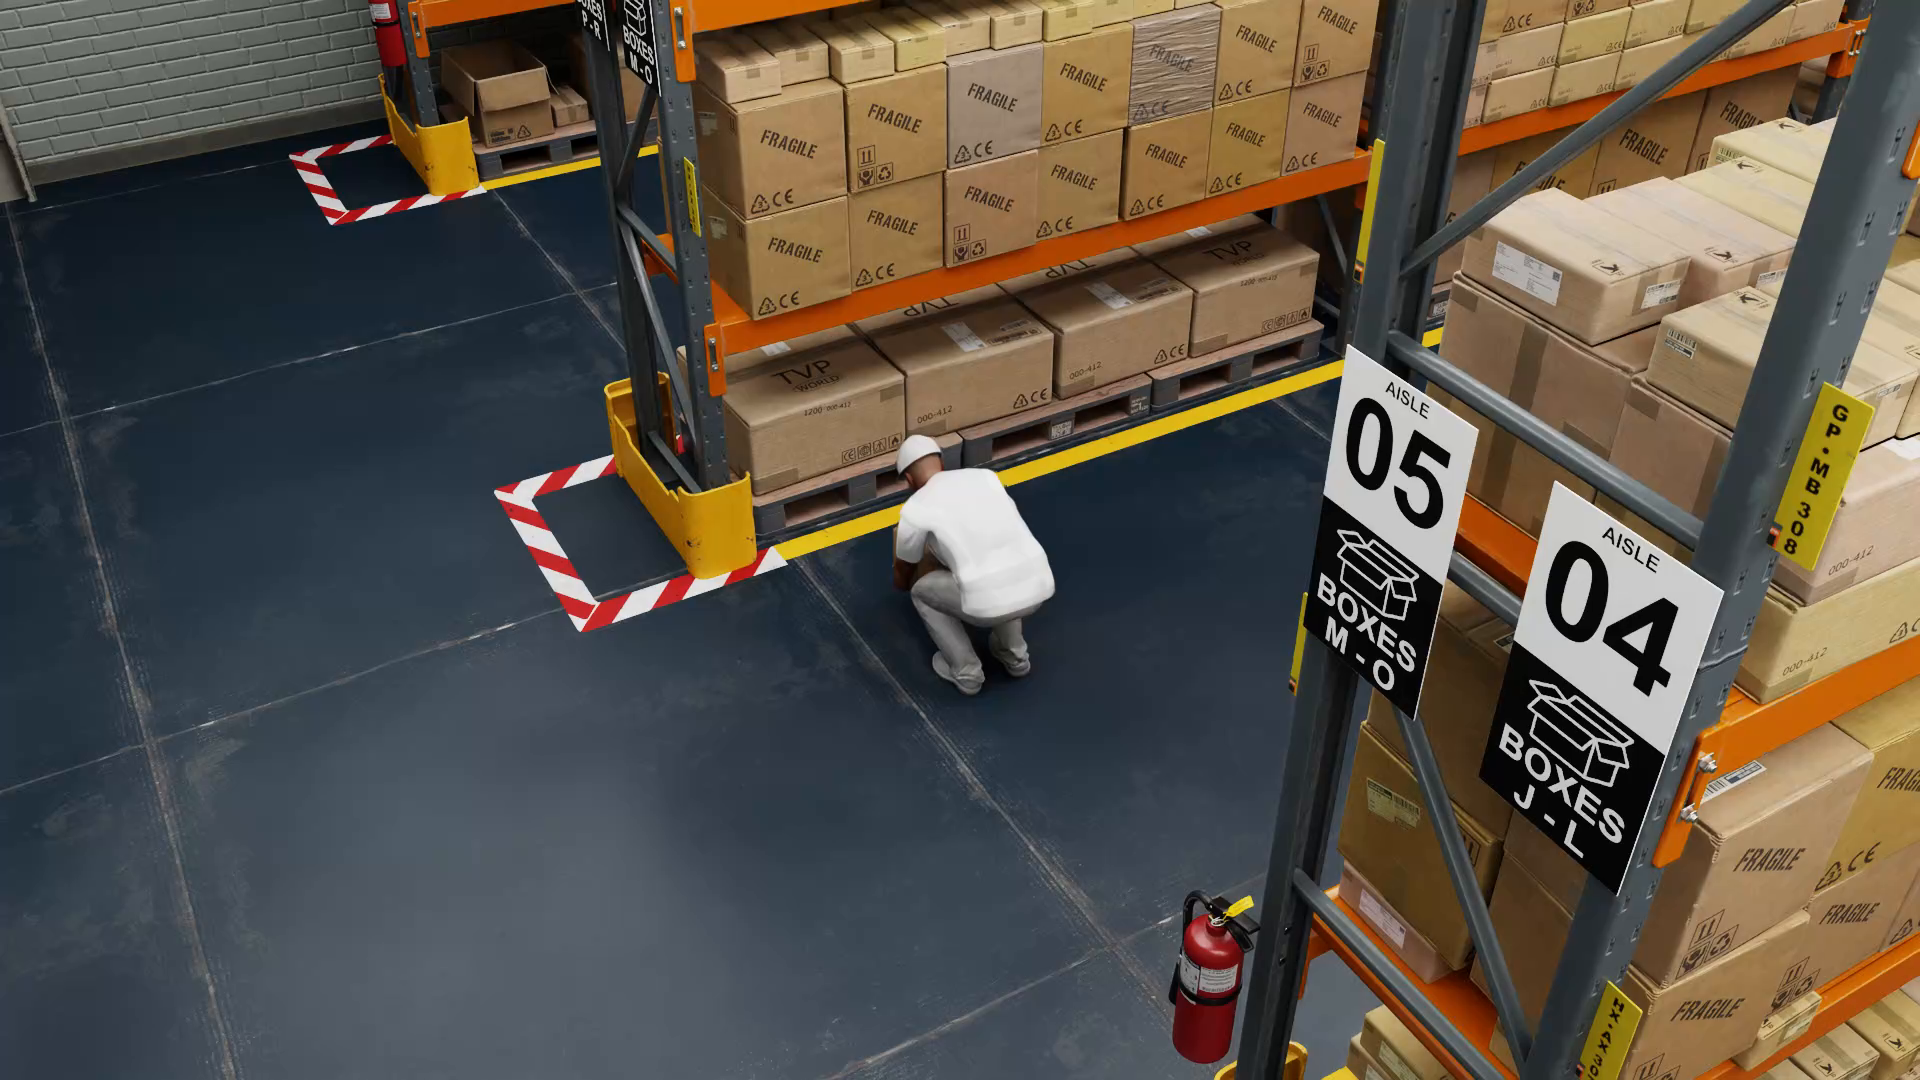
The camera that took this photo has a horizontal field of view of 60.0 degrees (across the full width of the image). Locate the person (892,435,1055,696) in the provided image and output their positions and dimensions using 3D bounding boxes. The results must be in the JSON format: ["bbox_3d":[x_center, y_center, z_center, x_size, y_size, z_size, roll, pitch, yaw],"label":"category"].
[{"bbox_3d":[0.011,0.119,7.391,0.534,1.006,0.922,-20,41,-25],"label":"person"}]
